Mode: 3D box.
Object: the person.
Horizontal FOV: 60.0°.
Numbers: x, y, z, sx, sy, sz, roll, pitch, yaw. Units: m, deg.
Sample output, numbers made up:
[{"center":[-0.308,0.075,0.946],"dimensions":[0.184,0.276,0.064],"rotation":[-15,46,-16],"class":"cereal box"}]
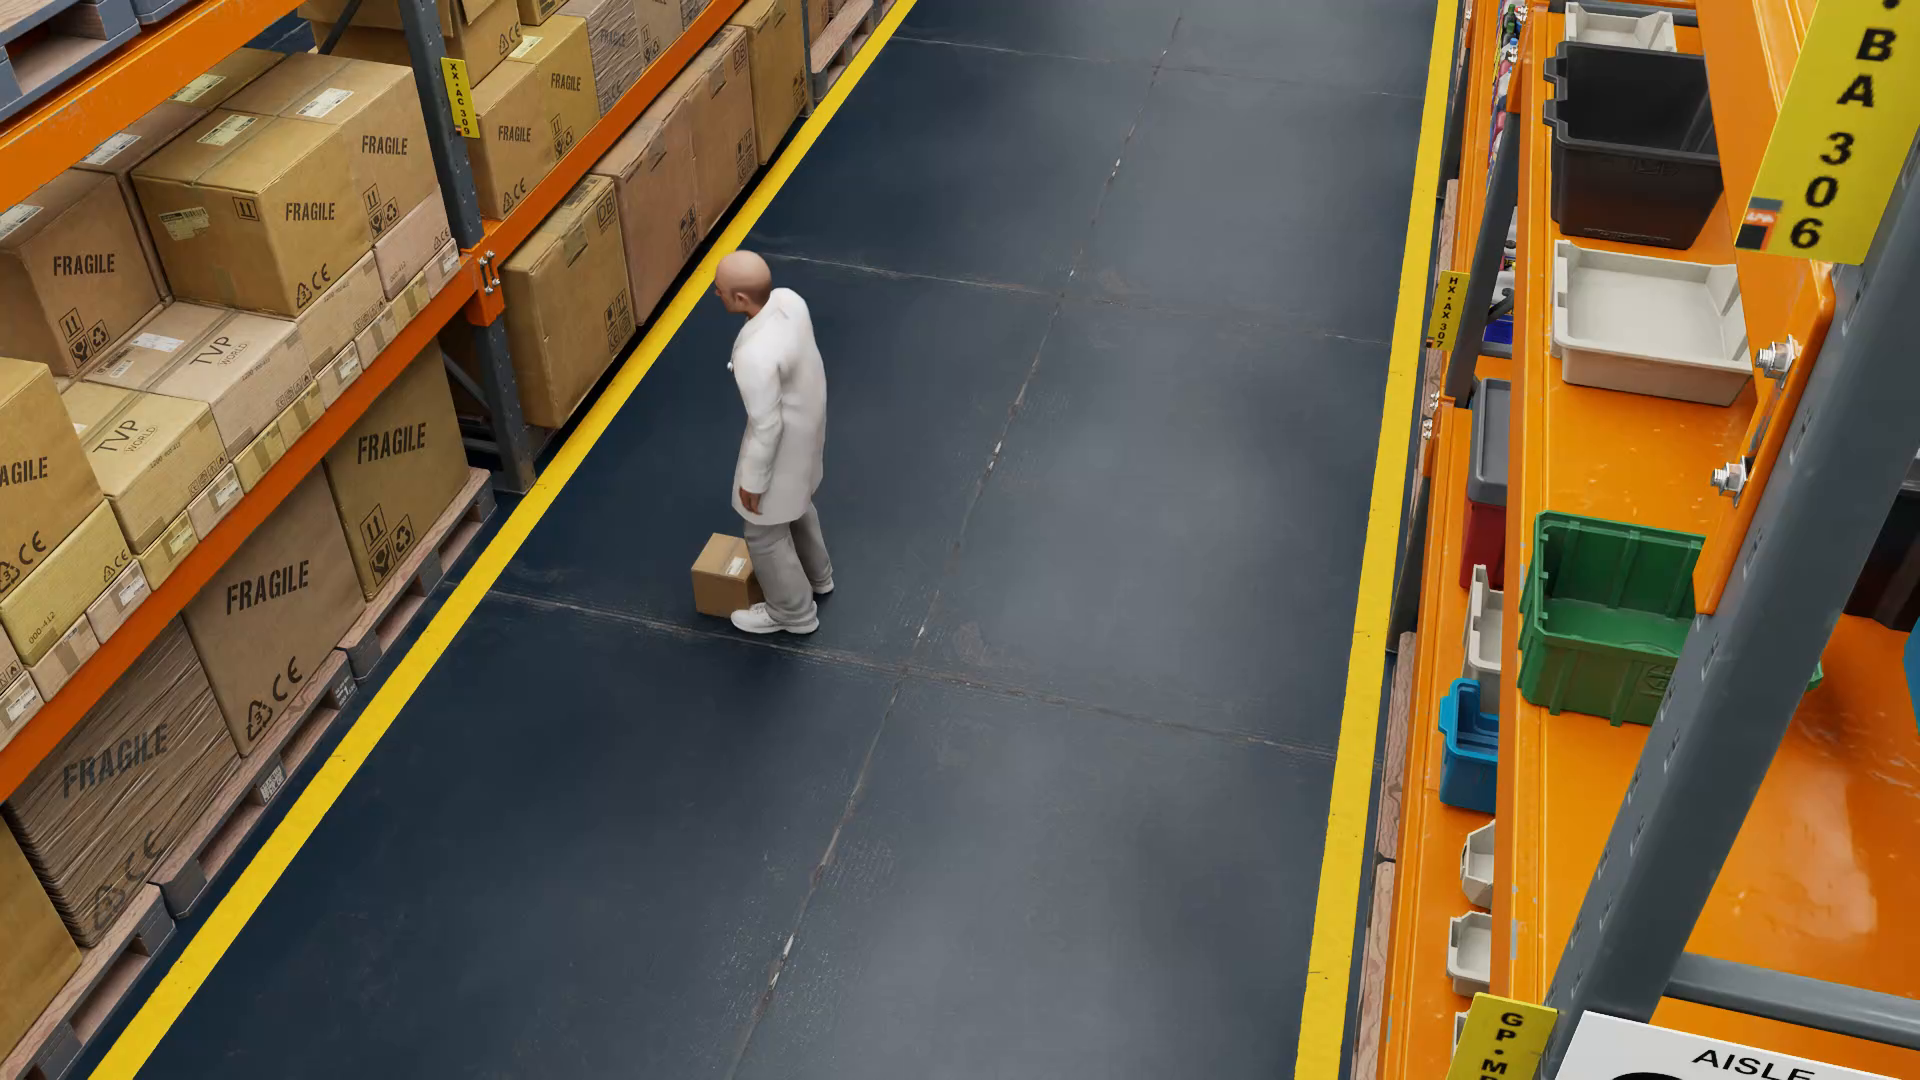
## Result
[{"center":[-0.740,-0.373,6.607],"dimensions":[0.429,1.772,0.647],"rotation":[8,41,9],"class":"person"}]
